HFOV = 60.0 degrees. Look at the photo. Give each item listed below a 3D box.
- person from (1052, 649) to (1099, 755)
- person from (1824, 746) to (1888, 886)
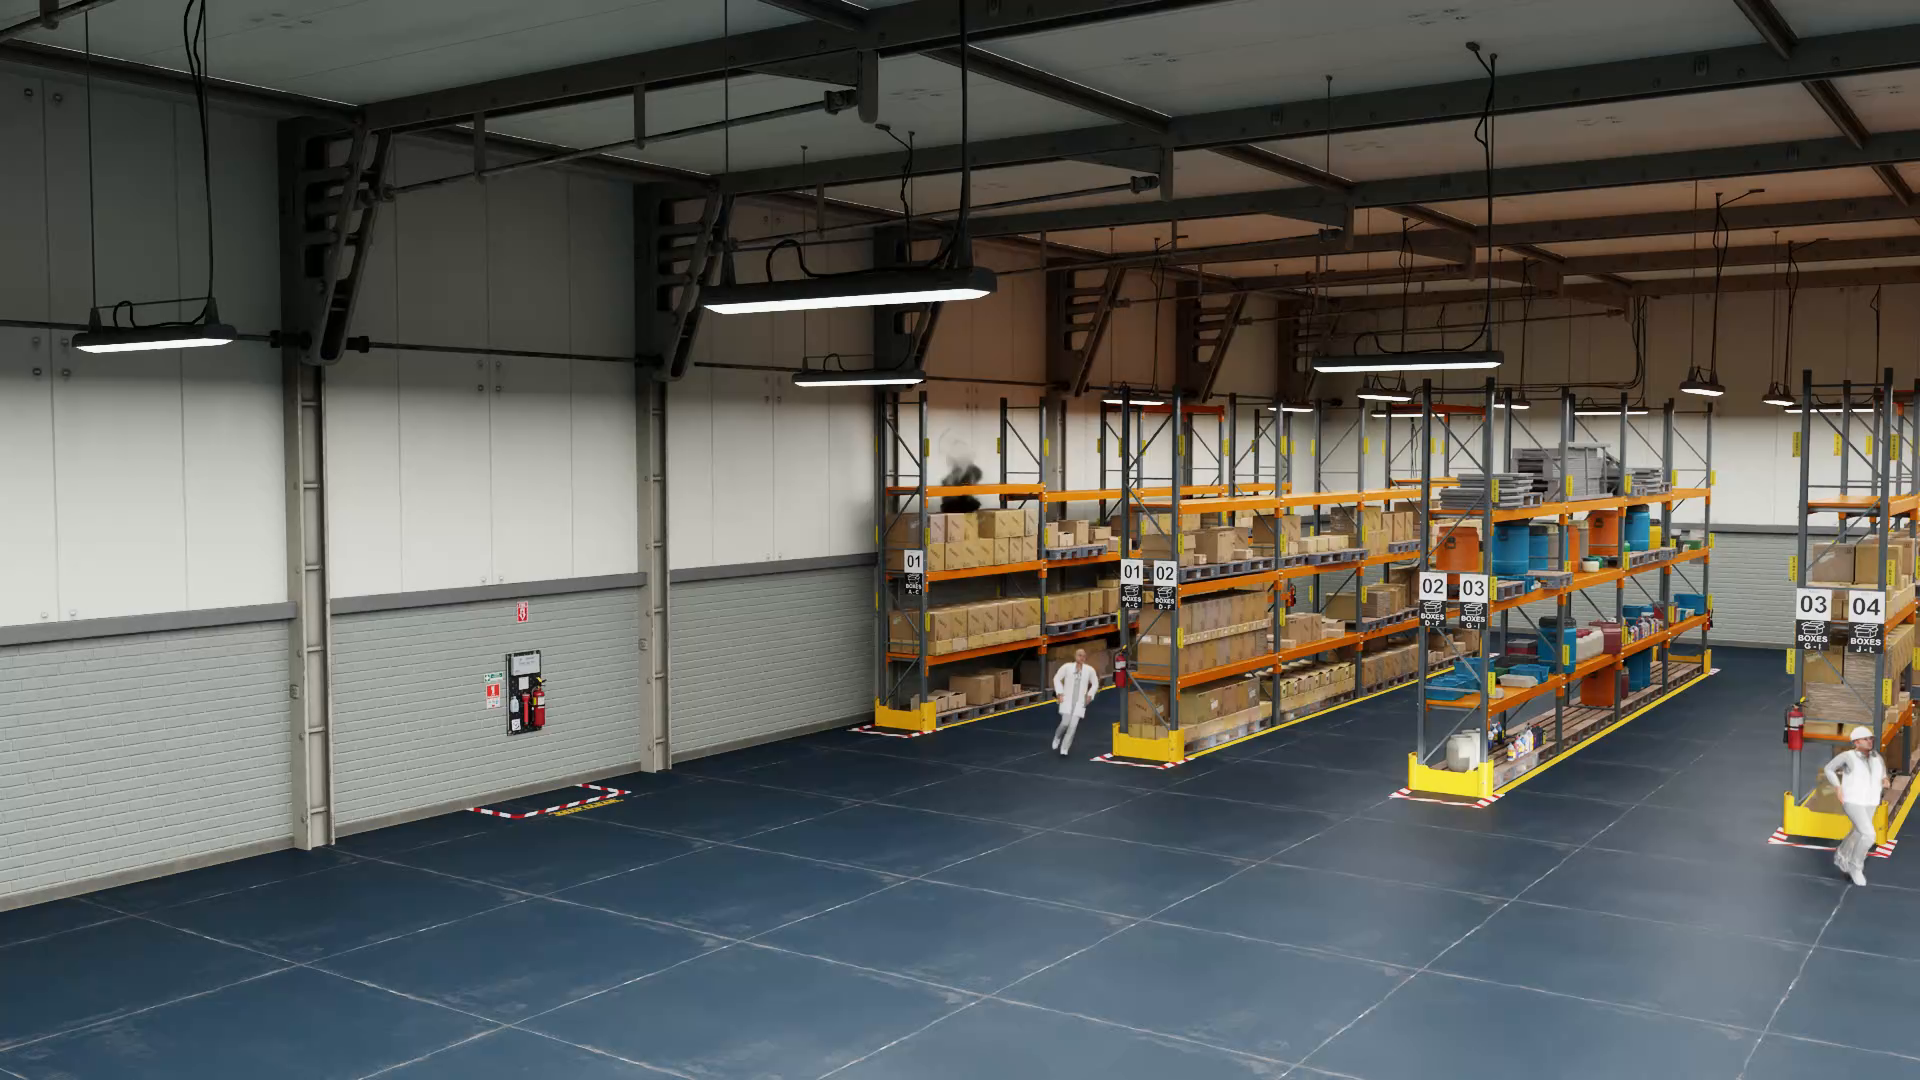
[{"bbox_3d":[1.893,2.637,27.140,0.755,1.720,0.626,0,3,-2],"label":"person"},{"bbox_3d":[10.402,3.166,19.273,0.639,1.602,0.692,-1,3,-14],"label":"person"}]
